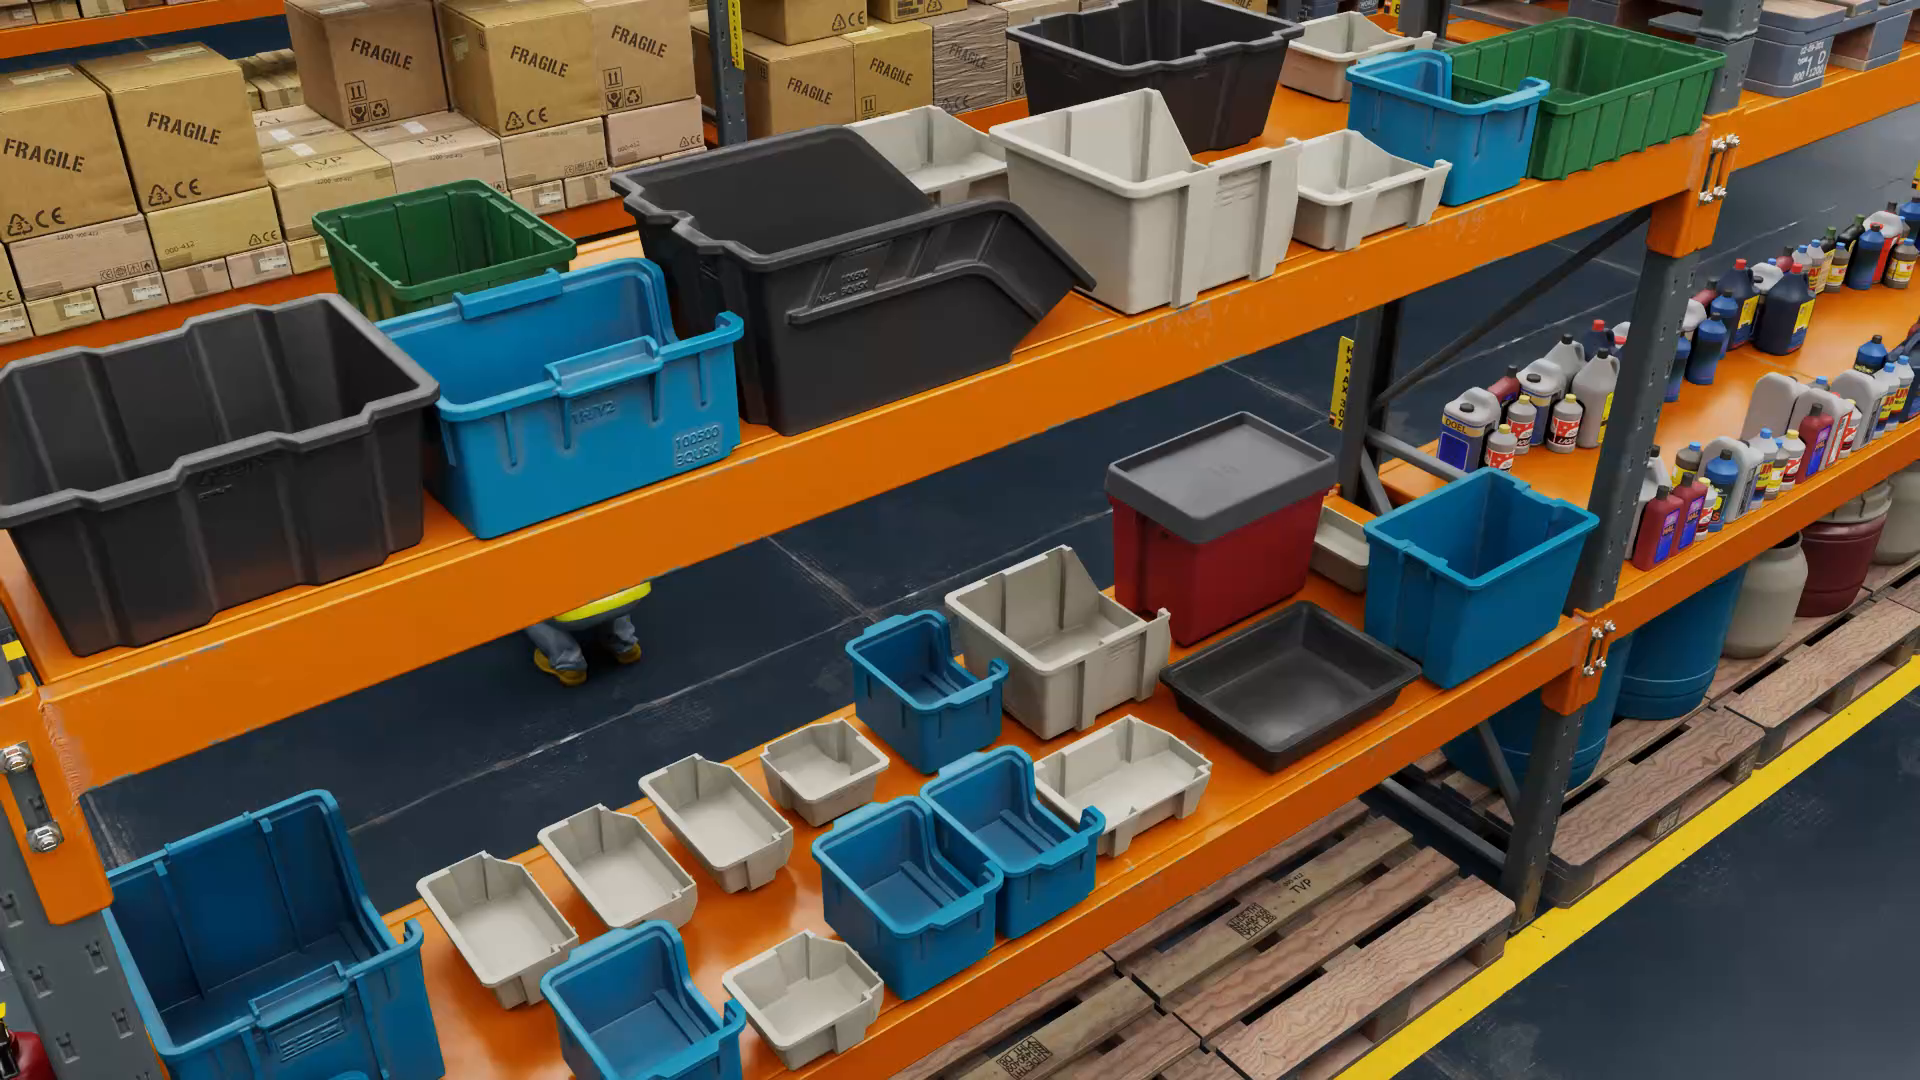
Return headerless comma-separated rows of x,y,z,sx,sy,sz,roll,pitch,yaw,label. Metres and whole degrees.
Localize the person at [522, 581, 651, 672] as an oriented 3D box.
-1.657,0.009,6.796,0.562,0.952,0.893,-22,38,-31,person
